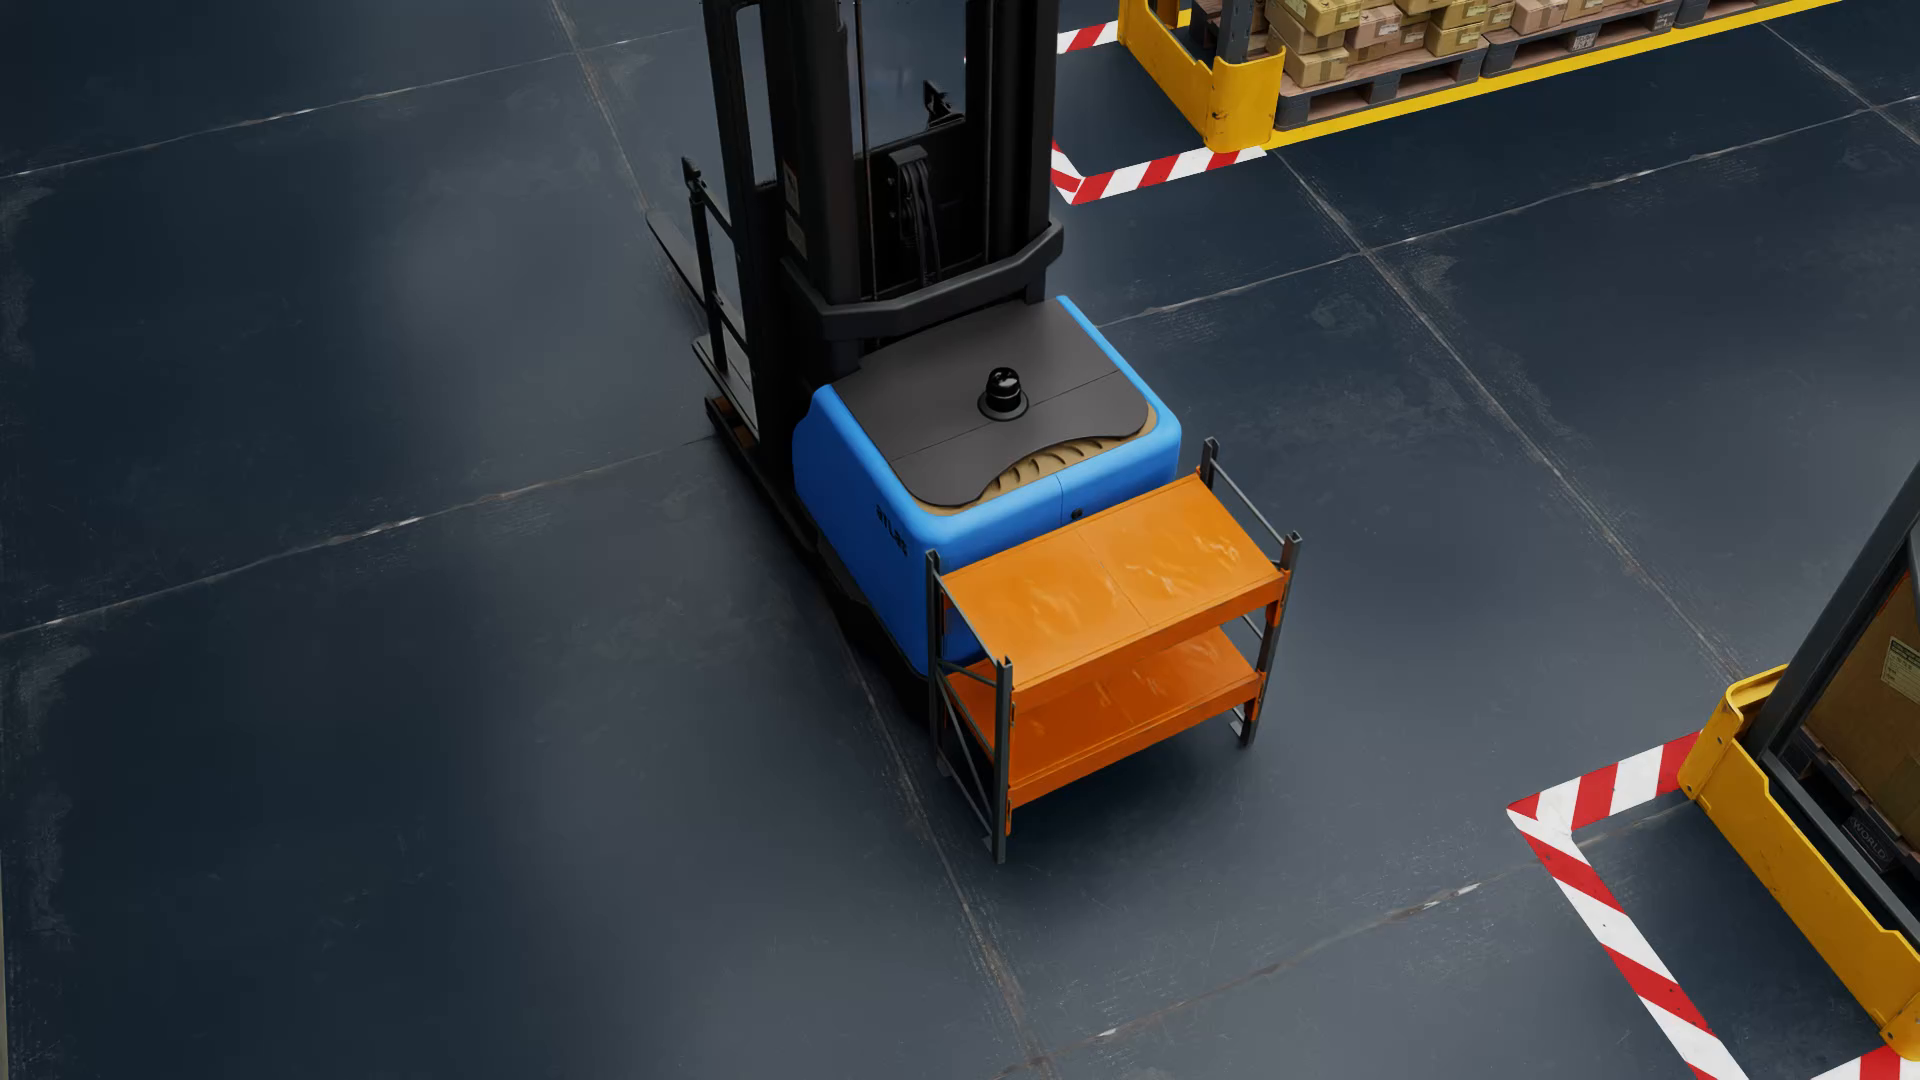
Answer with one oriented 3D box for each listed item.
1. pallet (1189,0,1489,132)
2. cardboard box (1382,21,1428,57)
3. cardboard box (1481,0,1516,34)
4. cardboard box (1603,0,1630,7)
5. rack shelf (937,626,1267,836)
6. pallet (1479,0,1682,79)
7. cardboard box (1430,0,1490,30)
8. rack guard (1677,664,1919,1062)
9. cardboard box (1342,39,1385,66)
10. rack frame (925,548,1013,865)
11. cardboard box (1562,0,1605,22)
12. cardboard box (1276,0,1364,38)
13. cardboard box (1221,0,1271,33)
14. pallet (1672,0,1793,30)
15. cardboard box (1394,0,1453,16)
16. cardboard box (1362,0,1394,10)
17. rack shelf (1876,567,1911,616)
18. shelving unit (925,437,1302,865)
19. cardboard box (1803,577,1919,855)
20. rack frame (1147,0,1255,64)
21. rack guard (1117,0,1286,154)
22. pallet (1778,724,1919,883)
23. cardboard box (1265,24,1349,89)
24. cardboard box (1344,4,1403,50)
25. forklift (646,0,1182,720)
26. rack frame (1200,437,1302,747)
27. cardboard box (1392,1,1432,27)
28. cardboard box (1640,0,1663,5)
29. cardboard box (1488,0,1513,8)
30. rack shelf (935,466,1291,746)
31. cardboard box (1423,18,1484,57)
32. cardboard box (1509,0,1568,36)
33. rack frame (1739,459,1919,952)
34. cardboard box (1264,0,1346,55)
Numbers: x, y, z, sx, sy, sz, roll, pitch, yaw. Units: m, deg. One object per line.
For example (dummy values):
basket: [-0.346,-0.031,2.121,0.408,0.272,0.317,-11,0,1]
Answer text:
pallet: [1.964,-2.634,8.713,1.213,0.211,1.003,-17,52,-14]
cardboard box: [2.173,-2.654,8.495,0.250,0.149,0.380,-17,51,-14]
cardboard box: [2.651,-2.791,8.612,0.250,0.149,0.380,-17,51,-14]
cardboard box: [3.372,-2.991,8.785,0.250,0.149,0.380,-16,51,-14]
rack shelf: [0.473,0.543,5.706,1.000,0.278,0.538,-22,53,-18]
pallet: [3.092,-2.981,9.011,1.213,0.211,1.003,-17,52,-14]
cardboard box: [2.457,-2.756,8.386,0.250,0.149,0.380,-16,51,-13]
rack guard: [2.888,1.022,5.384,0.348,0.500,1.175,-17,52,-14]
cardboard box: [1.946,-2.578,8.430,0.250,0.149,0.380,-17,52,-14]
rack frame: [0.024,0.564,5.365,0.032,1.125,0.500,-22,53,-18]
cardboard box: [3.161,-2.899,8.705,0.250,0.149,0.380,-17,52,-14]
cardboard box: [1.742,-2.626,8.079,0.250,0.149,0.380,-19,52,-16]
cardboard box: [1.537,-2.818,8.636,0.250,0.149,0.380,-16,51,-14]
pallet: [4.223,-3.334,9.314,1.213,0.211,1.003,-17,52,-14]
cardboard box: [2.233,-2.771,8.204,0.250,0.149,0.380,-17,52,-14]
cardboard box: [1.952,-2.789,8.219,0.250,0.149,0.380,-16,51,-14]
rack shelf: [4.762,-0.139,5.207,4.000,0.370,1.077,-17,52,-14]
shelving unit: [0.473,0.383,5.520,1.048,1.125,0.538,-22,53,-18]
cardboard box: [3.472,0.516,5.294,0.875,0.875,0.875,-17,52,-14]
rack frame: [1.128,-3.312,7.458,0.127,3.000,1.000,-17,52,-14]
rack guard: [1.199,-2.520,8.425,0.348,0.500,1.175,-17,52,-14]
pallet: [3.621,0.825,5.744,1.213,0.211,1.003,-17,52,-14]
cardboard box: [1.734,-2.446,8.316,0.250,0.149,0.380,-16,51,-14]
cardboard box: [1.985,-2.626,8.275,0.250,0.149,0.380,-17,52,-14]
forklift: [-0.403,-1.427,5.884,1.130,2.935,3.031,-23,53,-19]
rack frame: [0.922,0.203,5.675,0.032,1.125,0.500,-22,53,-18]
cardboard box: [2.179,-2.758,8.389,0.250,0.149,0.380,-17,51,-14]
cardboard box: [3.639,-3.019,8.808,0.250,0.149,0.380,-17,52,-14]
cardboard box: [2.667,-2.899,8.509,0.250,0.149,0.380,-19,52,-16]
rack shelf: [0.473,0.193,5.298,1.000,0.278,0.538,-22,53,-18]
cardboard box: [2.451,-2.651,8.492,0.250,0.149,0.380,-17,51,-14]
cardboard box: [2.915,-2.801,8.621,0.250,0.149,0.380,-20,52,-16]
rack frame: [2.910,0.200,4.441,0.127,3.000,1.000,-17,52,-14]
cardboard box: [1.711,-2.587,8.242,0.250,0.149,0.380,-15,51,-13]
